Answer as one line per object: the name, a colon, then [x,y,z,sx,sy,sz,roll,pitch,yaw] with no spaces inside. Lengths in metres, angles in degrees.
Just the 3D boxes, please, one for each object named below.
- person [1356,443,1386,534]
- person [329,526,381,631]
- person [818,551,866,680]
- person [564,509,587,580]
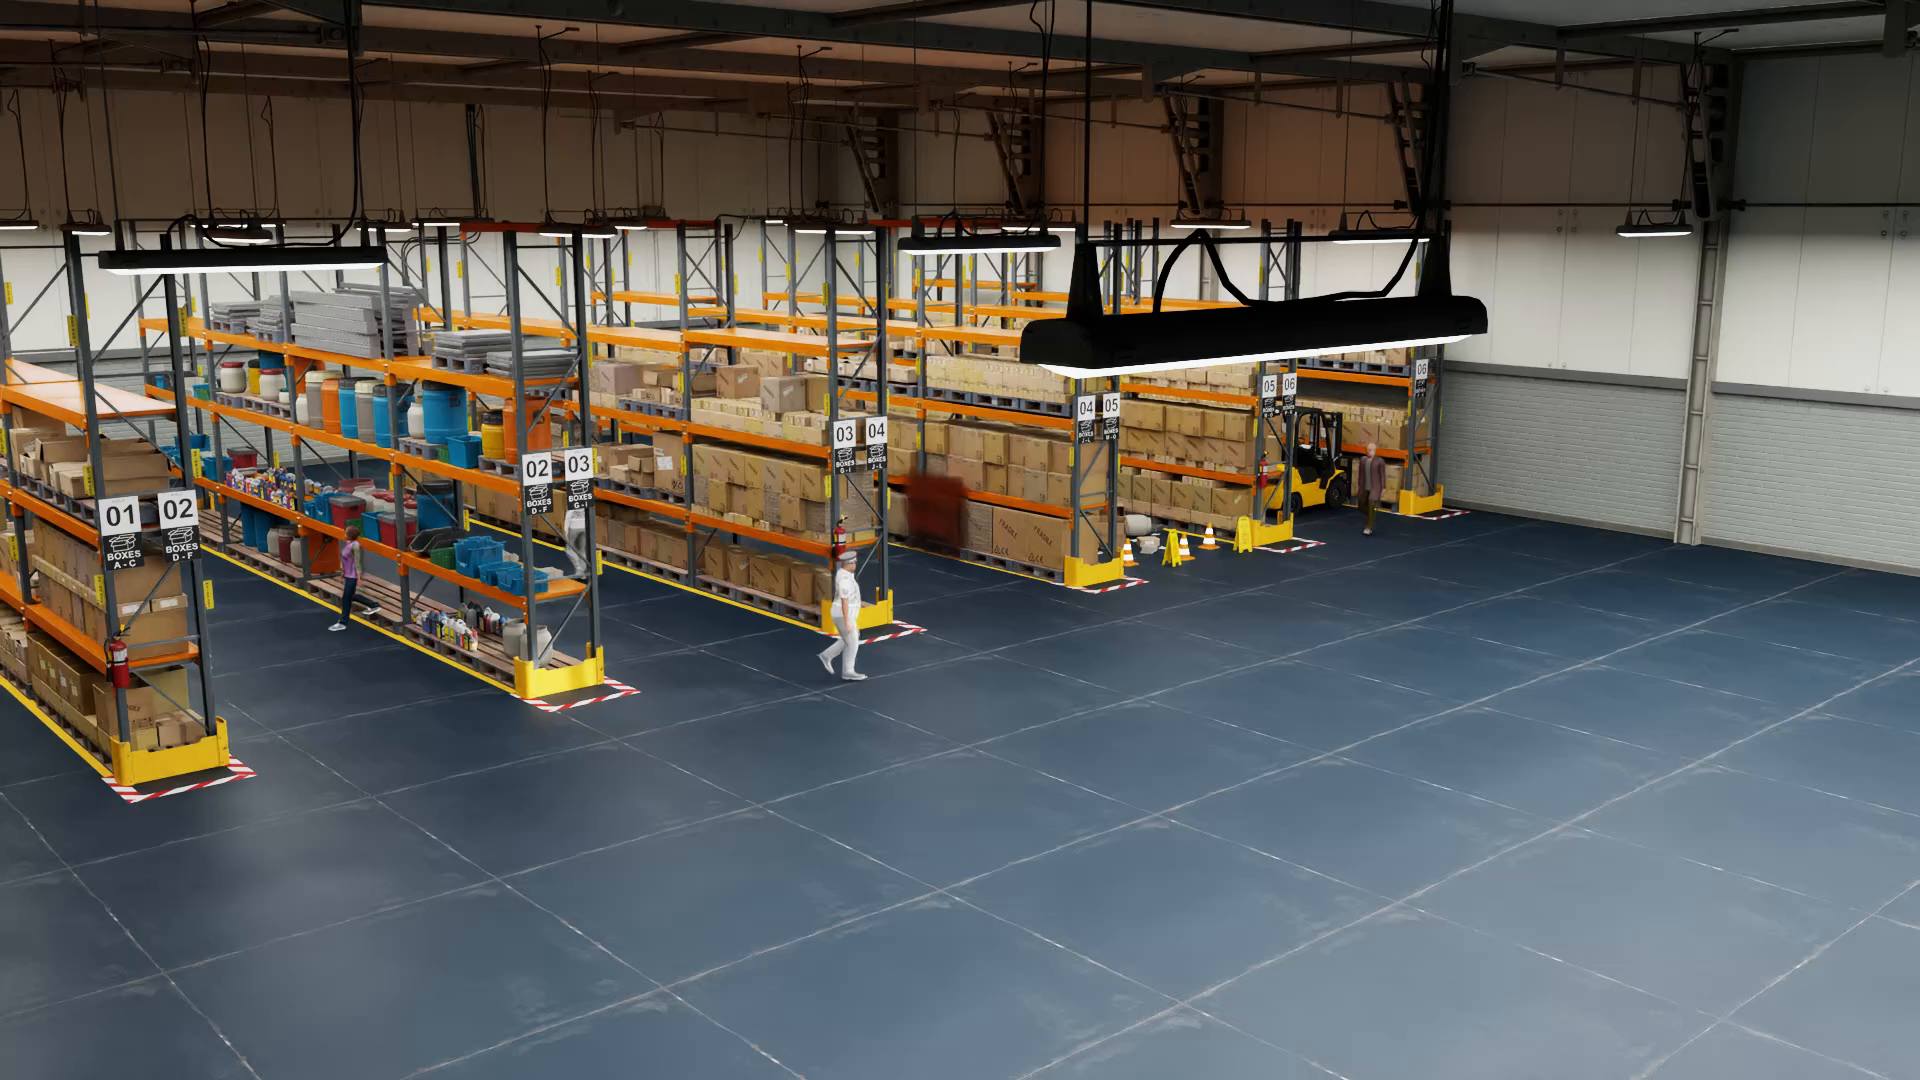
person: [8.026,-1.019,32.374,0.585,1.760,0.766,8,14,34]
person: [-9.182,0.549,25.105,0.780,1.564,0.426,-5,12,-23]
person: [-1.600,1.009,22.345,0.663,1.740,0.534,1,11,3]
person: [-6.487,-0.147,28.334,0.517,1.674,0.434,-9,14,-38]
